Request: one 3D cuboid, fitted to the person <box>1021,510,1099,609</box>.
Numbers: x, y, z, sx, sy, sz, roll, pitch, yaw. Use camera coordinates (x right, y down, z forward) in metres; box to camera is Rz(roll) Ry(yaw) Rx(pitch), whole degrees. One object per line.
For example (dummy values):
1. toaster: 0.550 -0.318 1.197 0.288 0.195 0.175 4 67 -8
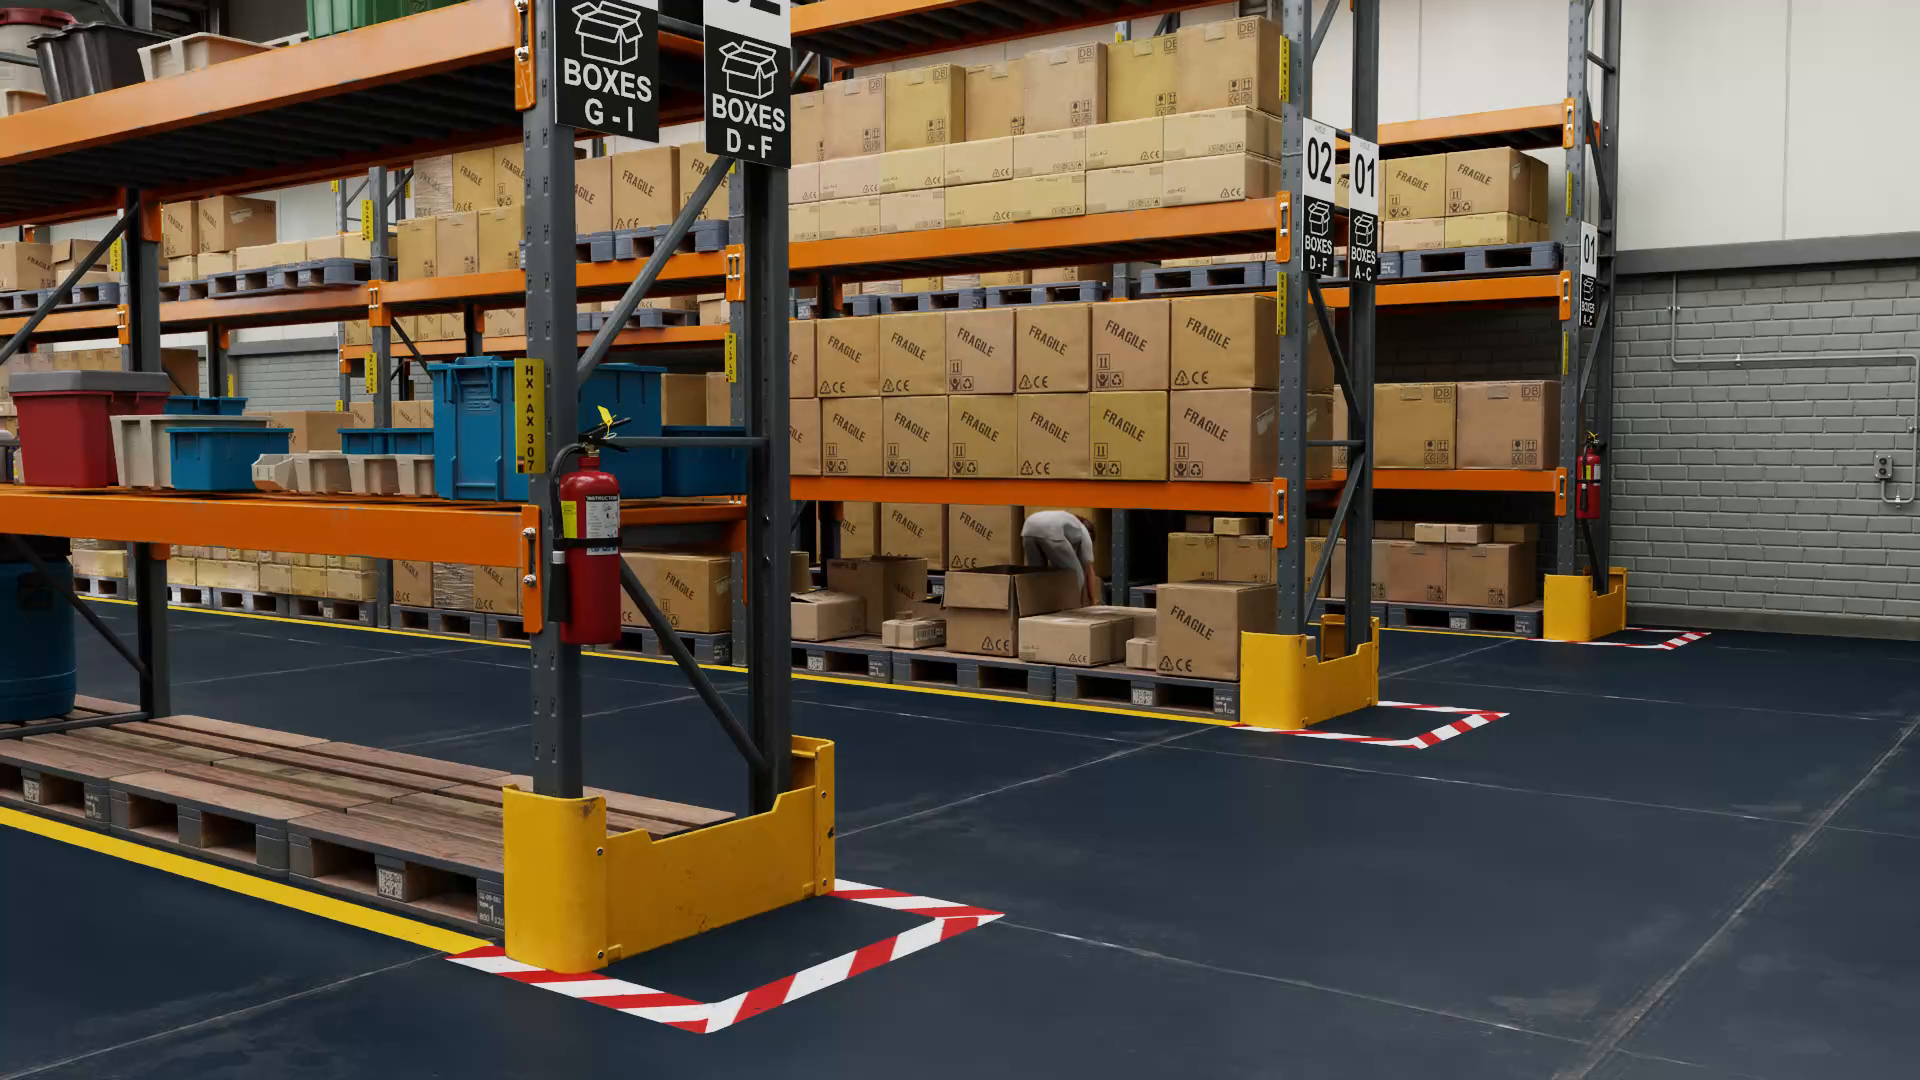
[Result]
1. person: 0.800 0.259 13.021 0.439 0.998 0.865 2 4 34
